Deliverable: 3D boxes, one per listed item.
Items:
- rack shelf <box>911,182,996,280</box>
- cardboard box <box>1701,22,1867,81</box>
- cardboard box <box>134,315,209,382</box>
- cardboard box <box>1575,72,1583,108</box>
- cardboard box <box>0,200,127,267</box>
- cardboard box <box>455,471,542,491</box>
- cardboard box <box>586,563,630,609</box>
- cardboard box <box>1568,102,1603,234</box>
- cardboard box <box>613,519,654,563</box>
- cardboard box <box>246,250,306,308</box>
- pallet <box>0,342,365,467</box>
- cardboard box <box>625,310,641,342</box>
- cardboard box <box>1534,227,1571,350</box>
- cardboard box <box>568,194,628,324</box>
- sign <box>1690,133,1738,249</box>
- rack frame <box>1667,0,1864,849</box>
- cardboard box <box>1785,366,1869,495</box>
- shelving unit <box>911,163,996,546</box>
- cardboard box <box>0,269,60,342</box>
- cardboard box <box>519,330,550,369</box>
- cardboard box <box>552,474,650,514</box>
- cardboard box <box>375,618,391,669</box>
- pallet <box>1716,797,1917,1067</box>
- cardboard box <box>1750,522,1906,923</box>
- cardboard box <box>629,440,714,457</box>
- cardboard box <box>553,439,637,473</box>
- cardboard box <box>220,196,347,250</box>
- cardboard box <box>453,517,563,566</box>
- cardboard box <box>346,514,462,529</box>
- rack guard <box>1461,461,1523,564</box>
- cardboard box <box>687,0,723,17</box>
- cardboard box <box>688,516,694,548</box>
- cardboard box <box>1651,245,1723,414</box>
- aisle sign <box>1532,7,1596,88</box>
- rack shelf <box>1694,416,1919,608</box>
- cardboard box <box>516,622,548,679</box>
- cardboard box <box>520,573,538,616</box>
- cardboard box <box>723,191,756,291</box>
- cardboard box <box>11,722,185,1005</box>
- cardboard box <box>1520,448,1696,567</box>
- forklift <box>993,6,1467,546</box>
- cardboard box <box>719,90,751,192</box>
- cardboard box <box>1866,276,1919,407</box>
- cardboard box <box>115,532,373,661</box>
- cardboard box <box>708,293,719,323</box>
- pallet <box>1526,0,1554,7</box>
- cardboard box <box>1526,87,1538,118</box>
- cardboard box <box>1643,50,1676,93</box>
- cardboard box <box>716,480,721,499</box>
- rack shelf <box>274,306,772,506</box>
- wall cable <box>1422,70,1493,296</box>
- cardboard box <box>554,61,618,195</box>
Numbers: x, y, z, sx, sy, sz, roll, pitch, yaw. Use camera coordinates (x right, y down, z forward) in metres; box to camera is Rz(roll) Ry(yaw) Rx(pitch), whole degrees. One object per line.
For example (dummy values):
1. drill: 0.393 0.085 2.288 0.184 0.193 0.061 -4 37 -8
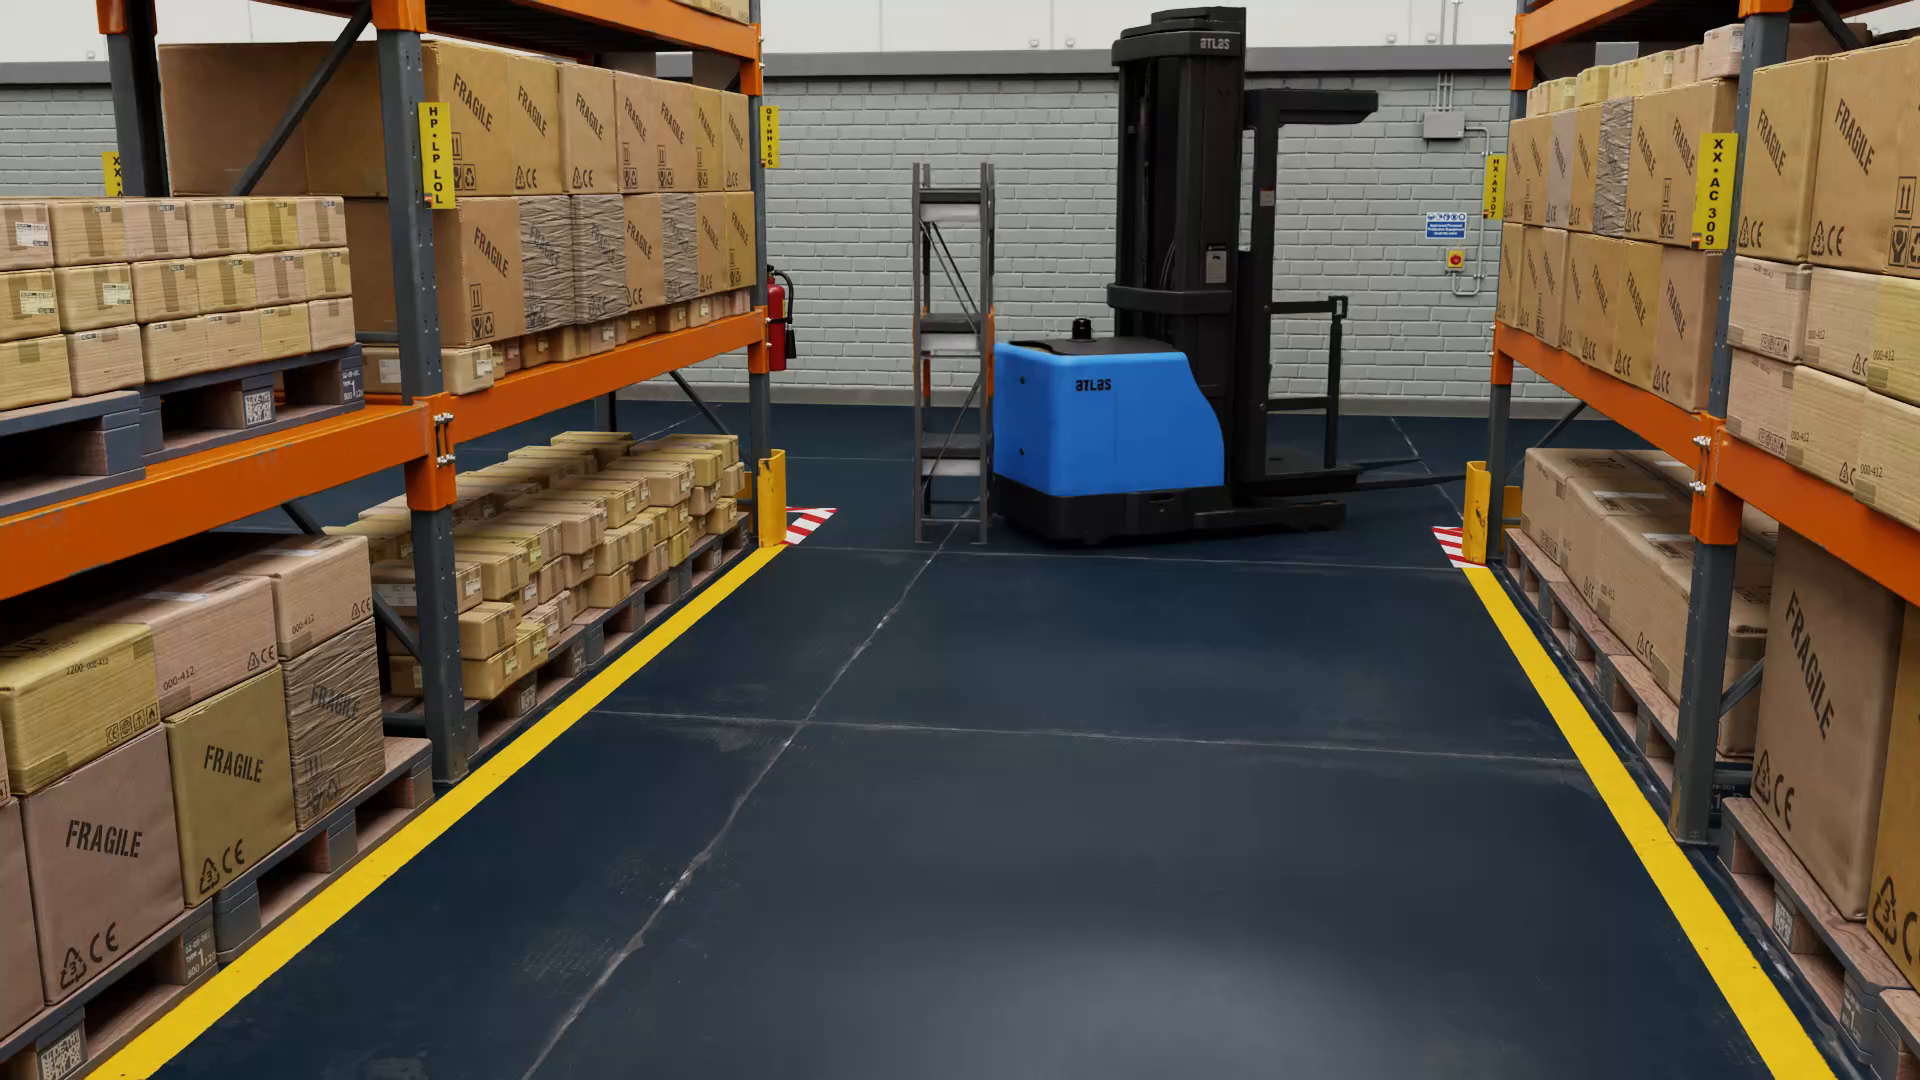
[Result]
1. rack shelf: -0.031 -1.723 9.246 0.431 0.518 0.480 1 12 5
2. cardboard box: 2.445 -1.450 4.949 0.380 0.149 0.250 2 12 7
3. cardboard box: -2.179 -0.495 4.270 0.380 0.149 0.250 1 12 6
4. cardboard box: 2.785 -1.873 6.915 0.380 0.149 0.250 2 12 9
5. cardboard box: -2.227 -0.728 3.938 0.380 0.149 0.250 1 12 7
6. cardboard box: -2.179 -0.222 7.762 0.380 0.149 0.250 2 12 10
7. cardboard box: -1.662 0.192 7.254 0.380 0.149 0.250 2 12 7
8. cardboard box: 2.752 -1.481 6.634 0.500 0.500 0.500 2 12 9
9. cardboard box: -1.596 -0.003 7.451 0.380 0.149 0.250 2 12 9
10. cardboard box: -2.100 -0.744 4.717 0.380 0.149 0.250 2 12 9
11. pallet: -2.456 -0.412 4.738 1.003 0.211 1.213 2 12 9
12. cardboard box: -1.660 -0.972 7.478 0.380 0.149 0.250 2 12 10
13. cardboard box: 2.823 -1.100 7.239 0.500 0.500 0.500 2 12 8
14. cardboard box: -1.687 -1.156 6.793 0.500 0.500 0.500 2 12 7
15. sign: 2.163 -1.000 4.770 0.100 0.325 0.005 2 12 9
16. rack frame: 2.712 -0.520 4.788 1.000 3.000 0.127 2 12 9
17. cardboard box: 2.305 -0.256 3.918 0.500 0.250 0.500 2 12 7
18. shelving unit: -0.030 -1.052 9.391 0.431 2.100 0.503 1 12 5
19. cardboard box: -2.260 -0.524 3.698 0.380 0.149 0.250 2 12 9
20. cardboard box: -1.825 -0.755 6.473 0.380 0.149 0.250 1 12 6
21. cardboard box: -1.659 -0.207 7.693 0.380 0.149 0.250 1 12 7
22. cardboard box: -2.348 0.385 6.359 0.380 0.149 0.250 2 12 10
23. pallet: 2.668 1.006 4.325 1.003 0.211 1.213 2 12 9
24. cardboard box: 2.696 0.445 4.357 0.875 0.875 0.875 2 12 10
25. cardboard box: -1.506 -0.426 8.708 0.380 0.149 0.250 2 12 10
26. cardboard box: -1.919 -0.436 8.752 0.380 0.149 0.250 2 12 10
27. cardboard box: -2.063 -0.943 4.937 0.380 0.149 0.250 2 12 11
28. cardboard box: -1.828 0.008 6.694 0.380 0.149 0.250 2 12 7
29. cardboard box: -2.249 -0.003 6.744 0.380 0.149 0.250 2 12 11
30. rack guard: 3.331 -0.136 8.938 1.175 0.500 0.348 2 12 9
31. cardboard box: -1.459 -2.676 8.025 0.500 0.250 0.500 2 12 9
32. cardboard box: -1.545 -0.027 8.268 0.380 0.149 0.250 2 12 9
33. cardboard box: 2.531 -0.674 5.264 0.500 0.500 0.500 2 12 9
34. aisle sign: 3.052 -2.648 8.491 0.394 0.787 0.004 2 12 9
35. rack shelf: 2.404 0.248 2.932 1.077 0.370 4.000 2 12 9
36. cardboard box: -1.780 0.408 6.251 0.380 0.149 0.250 2 12 10
37. cardboard box: -1.871 0.211 6.460 0.380 0.149 0.250 2 12 8
38. cardboard box: -1.394 -1.585 8.784 0.500 0.500 0.500 2 12 10
39. cardboard box: -2.222 0.733 3.911 0.500 0.500 0.500 2 12 7
40. cardboard box: 3.325 -0.165 8.225 0.875 0.438 0.875 1 12 7
41. forklift: 1.736 -1.576 9.850 3.031 2.935 1.130 -5 13 -21
42. cardboard box: -1.404 -2.072 8.672 0.500 0.500 0.500 2 12 7
43. cardboard box: 2.209 -0.395 3.377 0.500 0.250 0.500 2 12 9
44. cardboard box: -2.059 0.154 4.817 0.500 0.250 0.500 2 12 7
45. cardboard box: -1.449 -1.189 8.488 0.380 0.149 0.250 2 12 8
46. pallet: 3.223 -2.621 7.627 1.003 0.211 1.213 2 12 9
47. cardboard box: 2.999 -2.143 8.166 0.380 0.149 0.250 2 12 10
48. cardboard box: 2.665 -1.659 5.921 0.380 0.149 0.250 2 12 8
49. cardboard box: -1.472 -0.278 8.726 0.380 0.149 0.250 2 12 7
50. rack shelf: -1.887 -0.724 7.442 1.077 0.370 4.000 2 12 9
51. wall cable: 4.171 -3.040 13.991 0.585 1.953 0.123 2 12 9
52. cardboard box: -1.712 -1.641 6.672 0.500 0.500 0.500 2 12 10
